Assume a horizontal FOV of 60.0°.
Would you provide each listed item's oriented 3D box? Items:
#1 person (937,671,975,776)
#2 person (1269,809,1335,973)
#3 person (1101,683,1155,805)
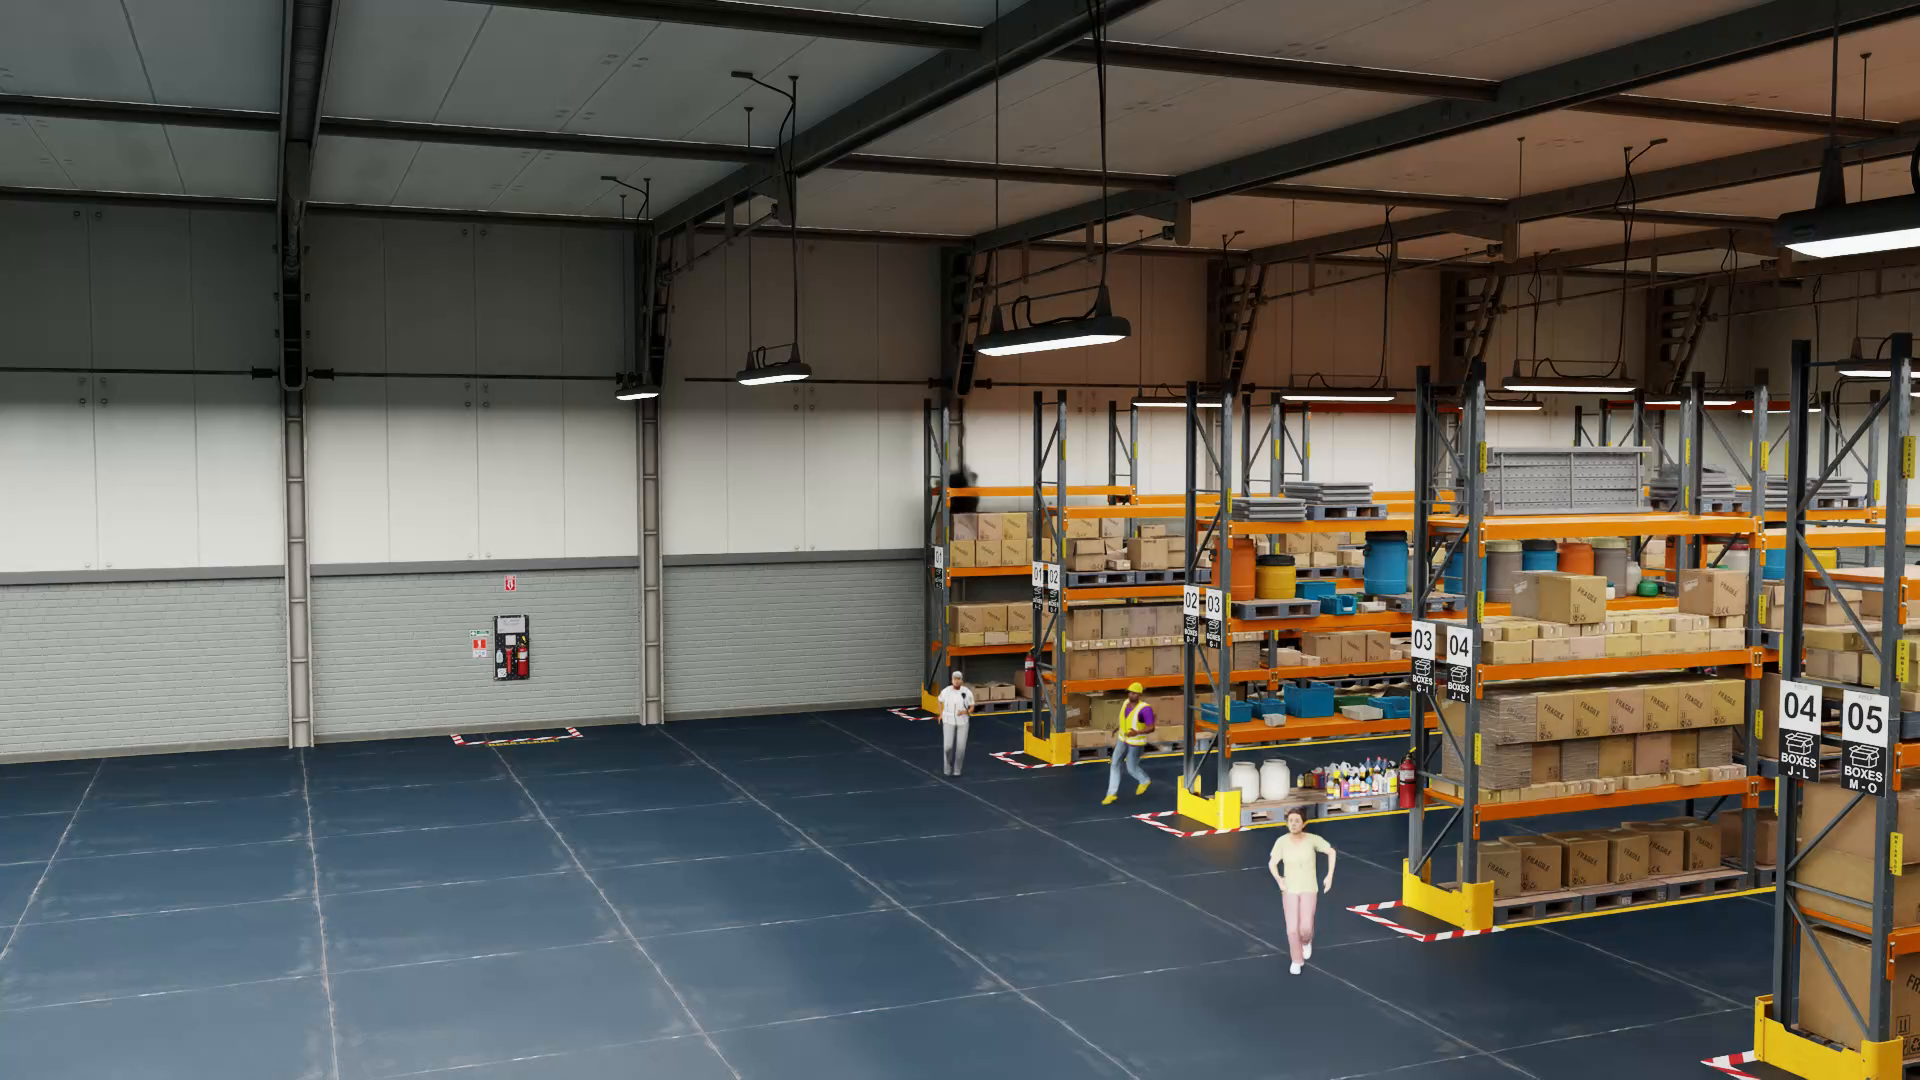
[{"bbox_3d":[-0.064,2.825,25.487,0.583,1.627,0.604,0,3,0],"label":"person"},{"bbox_3d":[3.290,3.408,16.088,0.610,1.627,0.622,1,4,22],"label":"person"},{"bbox_3d":[2.497,2.901,23.799,0.885,1.755,0.690,-3,5,-45],"label":"person"}]
